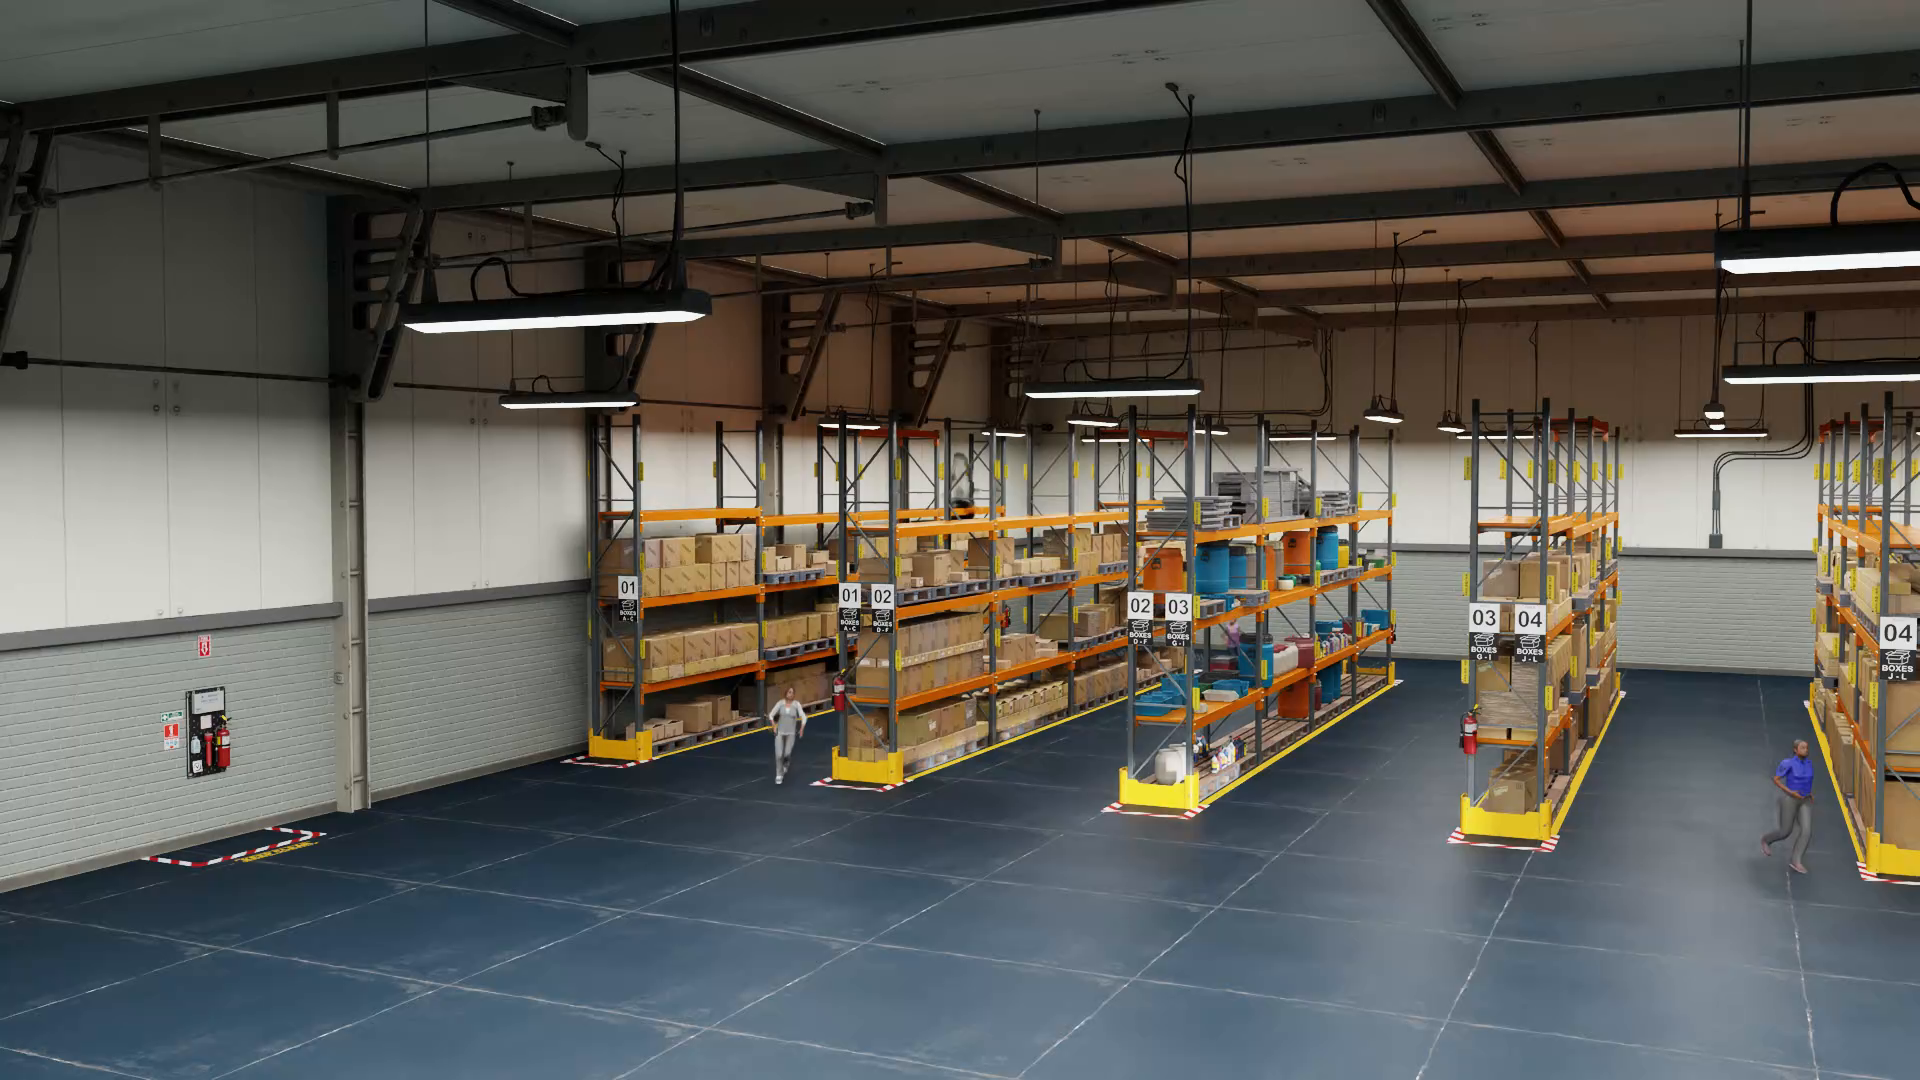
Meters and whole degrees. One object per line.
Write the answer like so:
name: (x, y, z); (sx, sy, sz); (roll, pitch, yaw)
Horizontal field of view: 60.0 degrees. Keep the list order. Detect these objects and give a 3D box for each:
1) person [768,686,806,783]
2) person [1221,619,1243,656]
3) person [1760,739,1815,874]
person: (-2.783, 3.134, 26.751); (0.614, 1.556, 0.472); (0, 2, -2)
person: (6.575, 2.578, 40.074); (0.550, 1.544, 0.549); (0, 2, 6)
person: (10.563, 3.330, 21.054); (0.605, 1.640, 0.788); (0, 2, -9)
